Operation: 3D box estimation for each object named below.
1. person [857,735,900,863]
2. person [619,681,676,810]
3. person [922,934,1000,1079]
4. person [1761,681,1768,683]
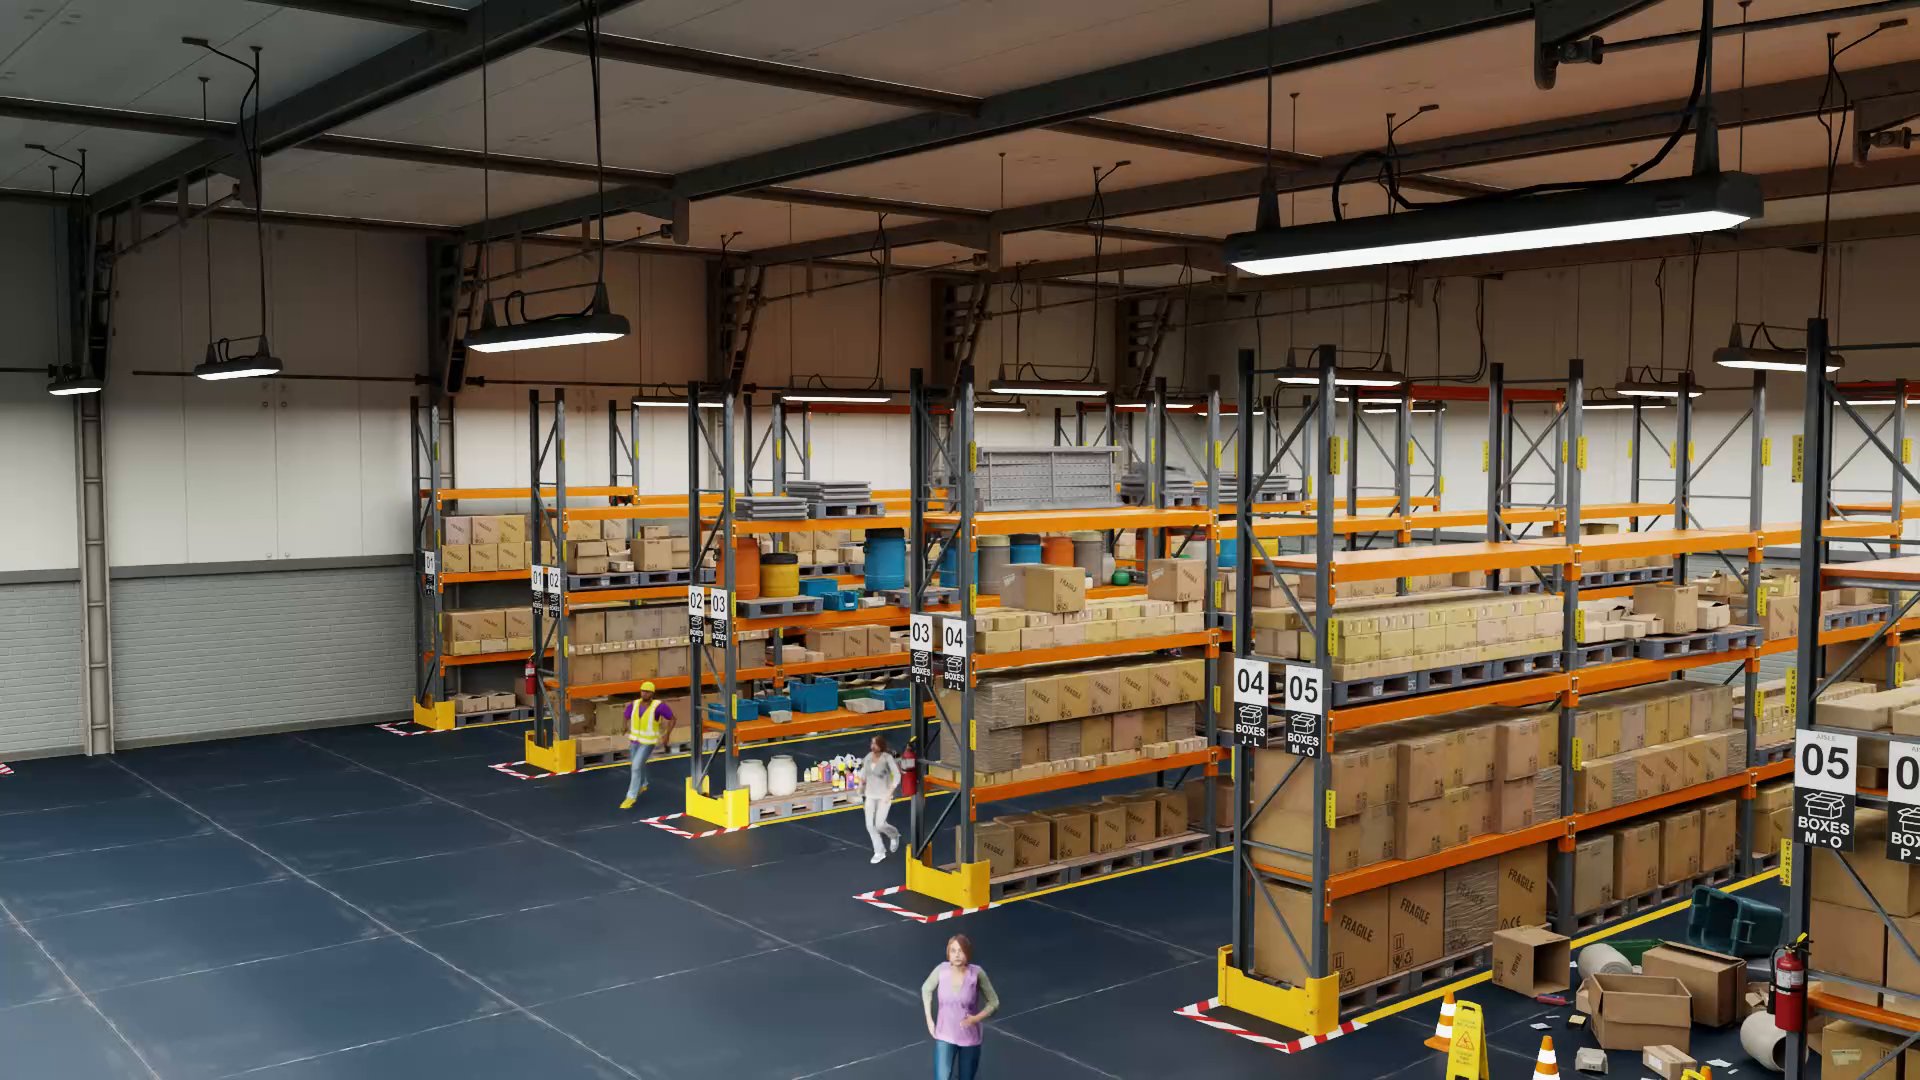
[{"bbox_3d":[-1.003,3.176,20.528,0.560,1.569,0.539,2,4,29],"label":"person"},{"bbox_3d":[-4.505,2.896,23.675,0.758,1.785,0.835,1,4,23],"label":"person"},{"bbox_3d":[-0.027,3.649,12.106,0.554,1.577,0.557,0,3,7],"label":"person"},{"bbox_3d":[12.415,2.912,25.181,0.942,1.605,0.649,-2,4,-36],"label":"person"}]
